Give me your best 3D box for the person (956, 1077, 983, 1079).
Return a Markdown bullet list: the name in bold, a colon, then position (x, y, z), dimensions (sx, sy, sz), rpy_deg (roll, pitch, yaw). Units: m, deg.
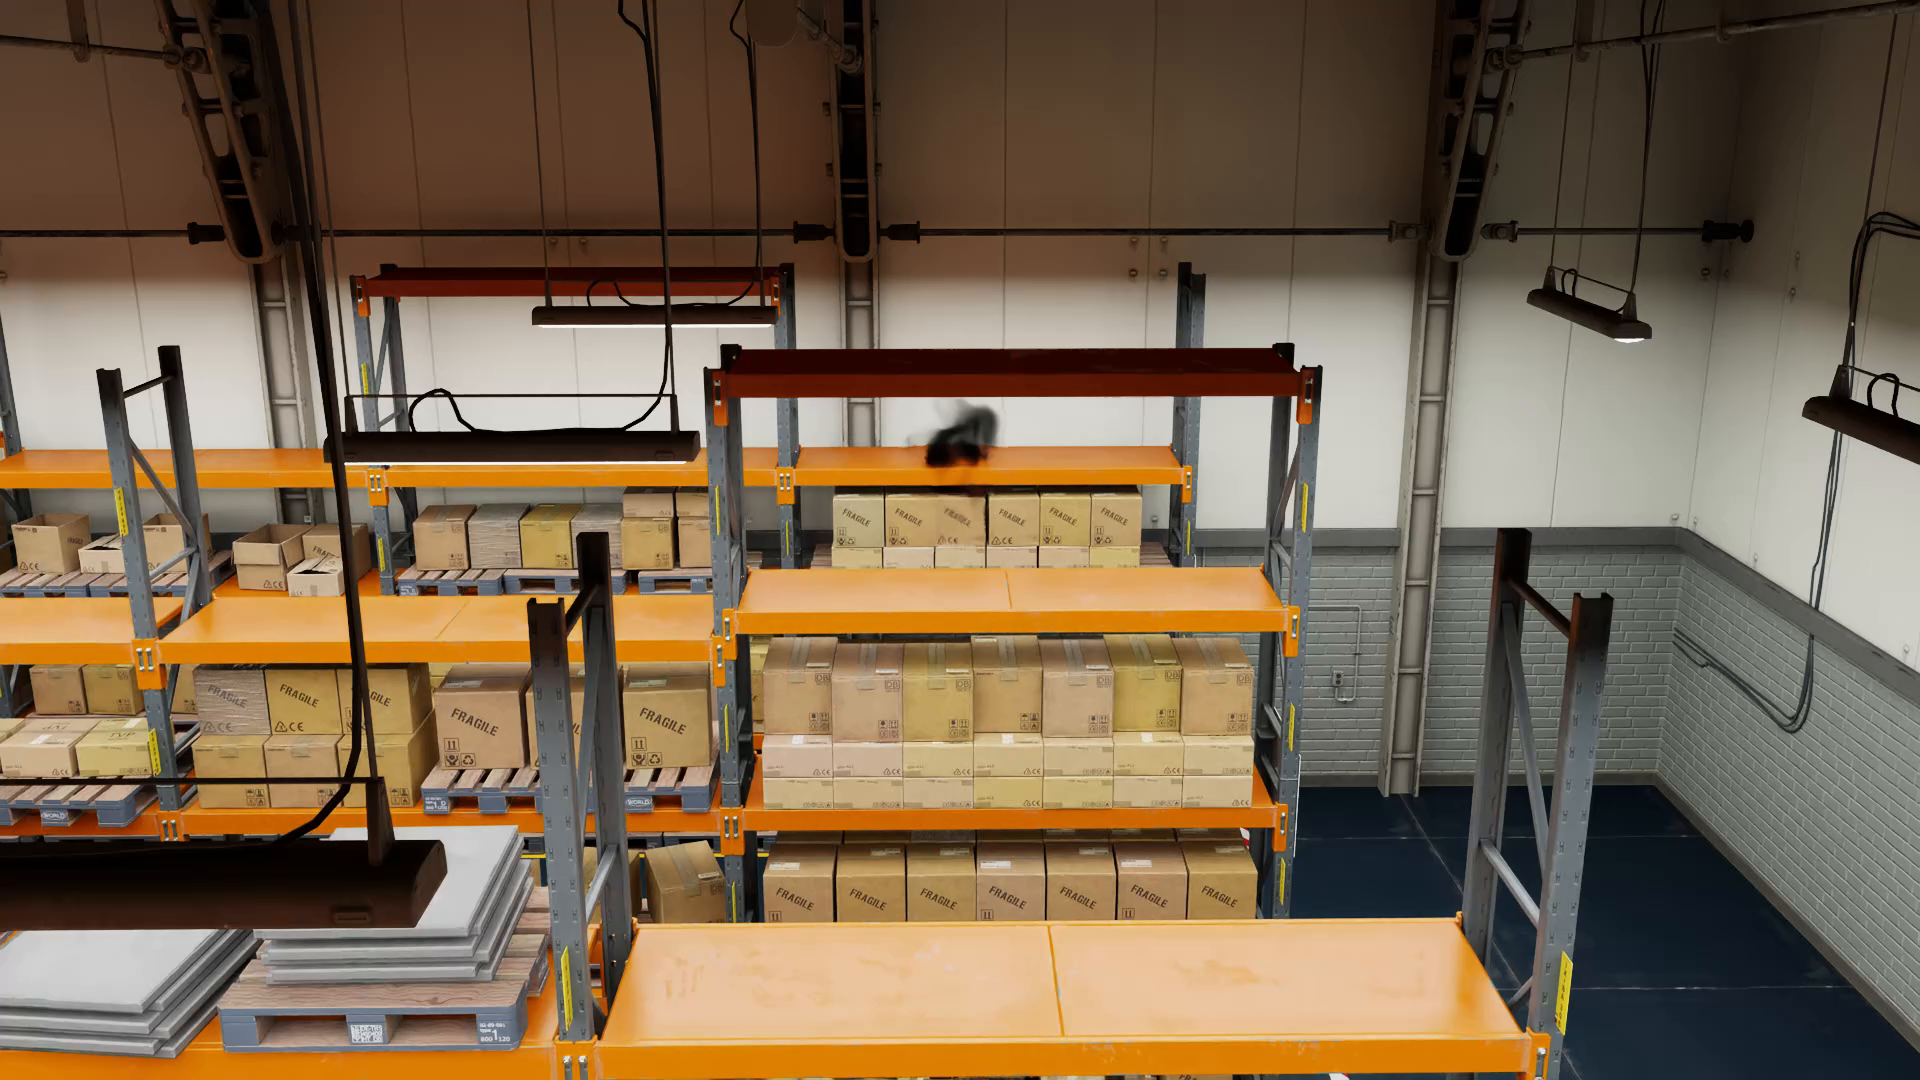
- **person**: position (-0.027, 4.258, 10.954), dimensions (0.604, 1.649, 0.549), rpy_deg (-4, 17, -12)
